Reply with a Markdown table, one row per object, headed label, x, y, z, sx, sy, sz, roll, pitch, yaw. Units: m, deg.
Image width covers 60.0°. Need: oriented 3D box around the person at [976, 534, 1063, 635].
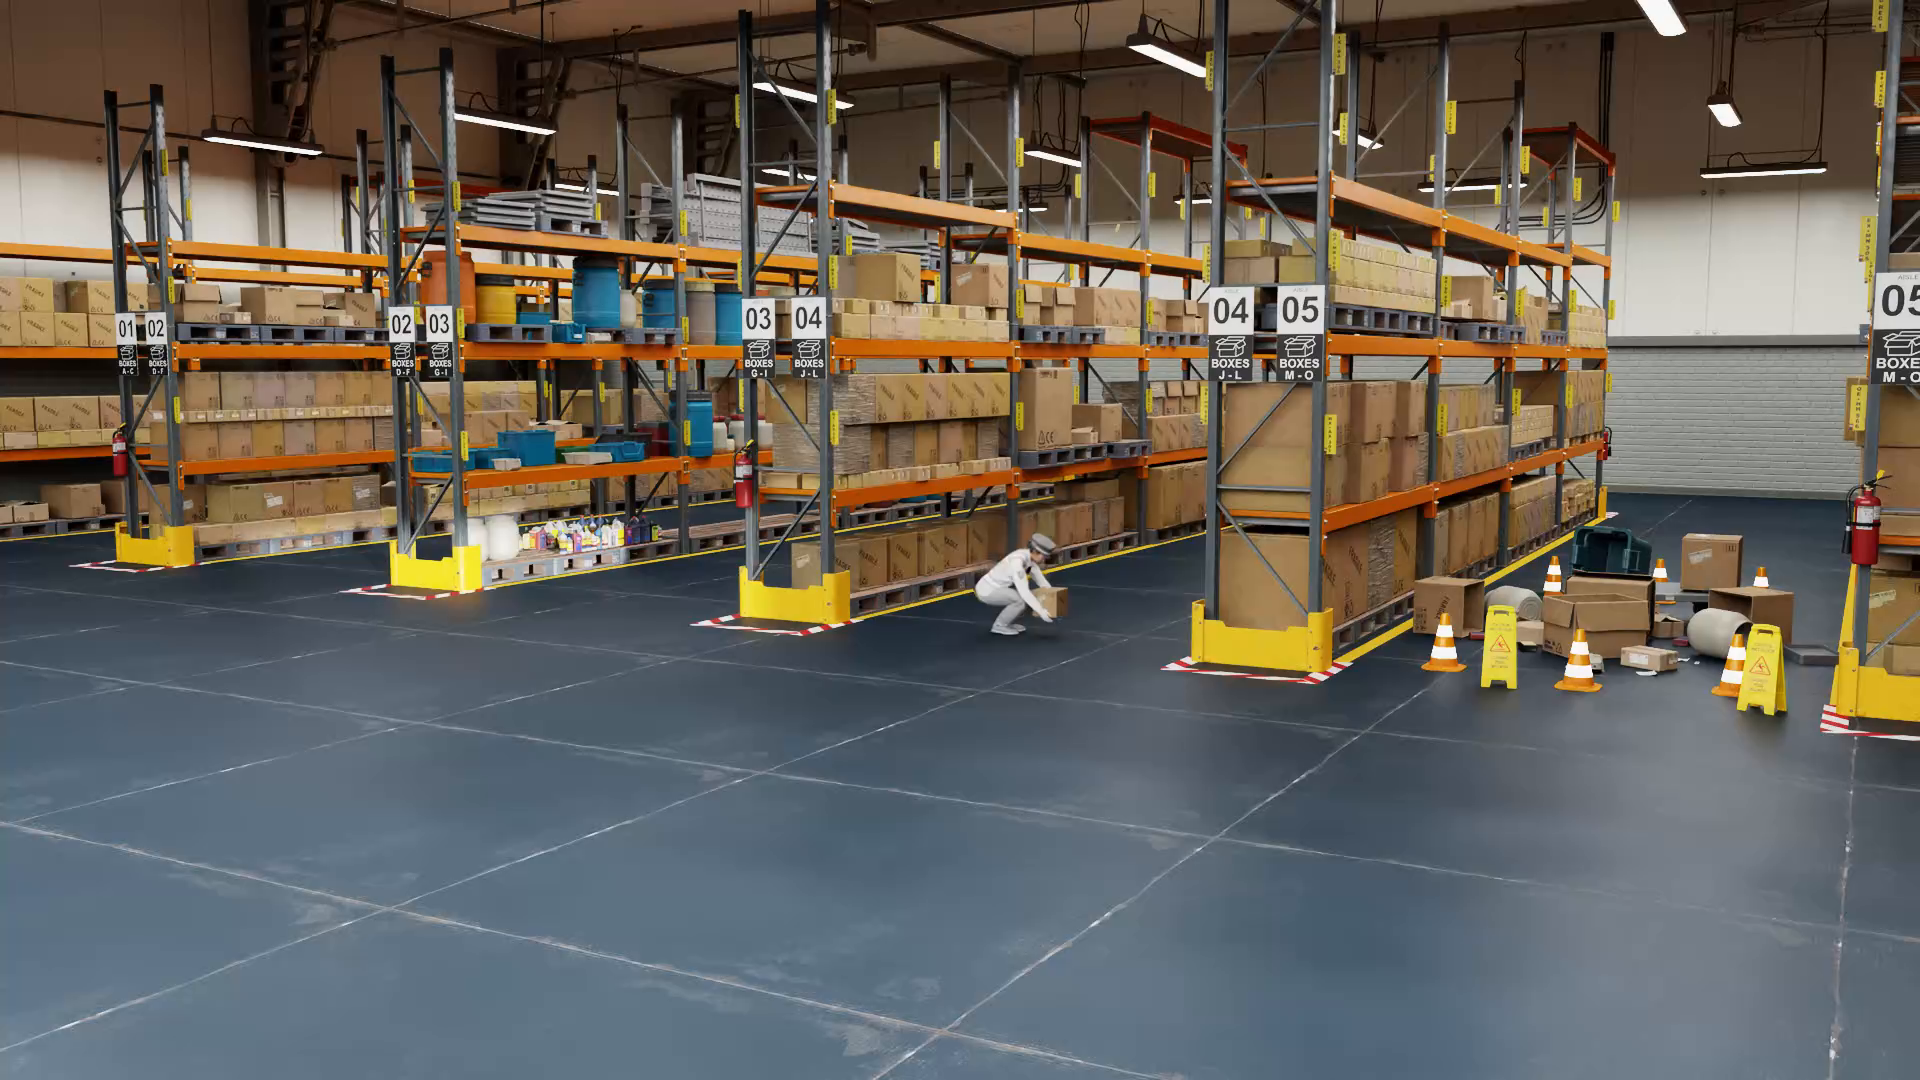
| label | x | y | z | sx | sy | sz | roll | pitch | yaw |
| --- | --- | --- | --- | --- | --- | --- | --- | --- | --- |
| person | 0.556 | 0.420 | 15.797 | 0.822 | 0.964 | 0.499 | 3 | 7 | 29 |
